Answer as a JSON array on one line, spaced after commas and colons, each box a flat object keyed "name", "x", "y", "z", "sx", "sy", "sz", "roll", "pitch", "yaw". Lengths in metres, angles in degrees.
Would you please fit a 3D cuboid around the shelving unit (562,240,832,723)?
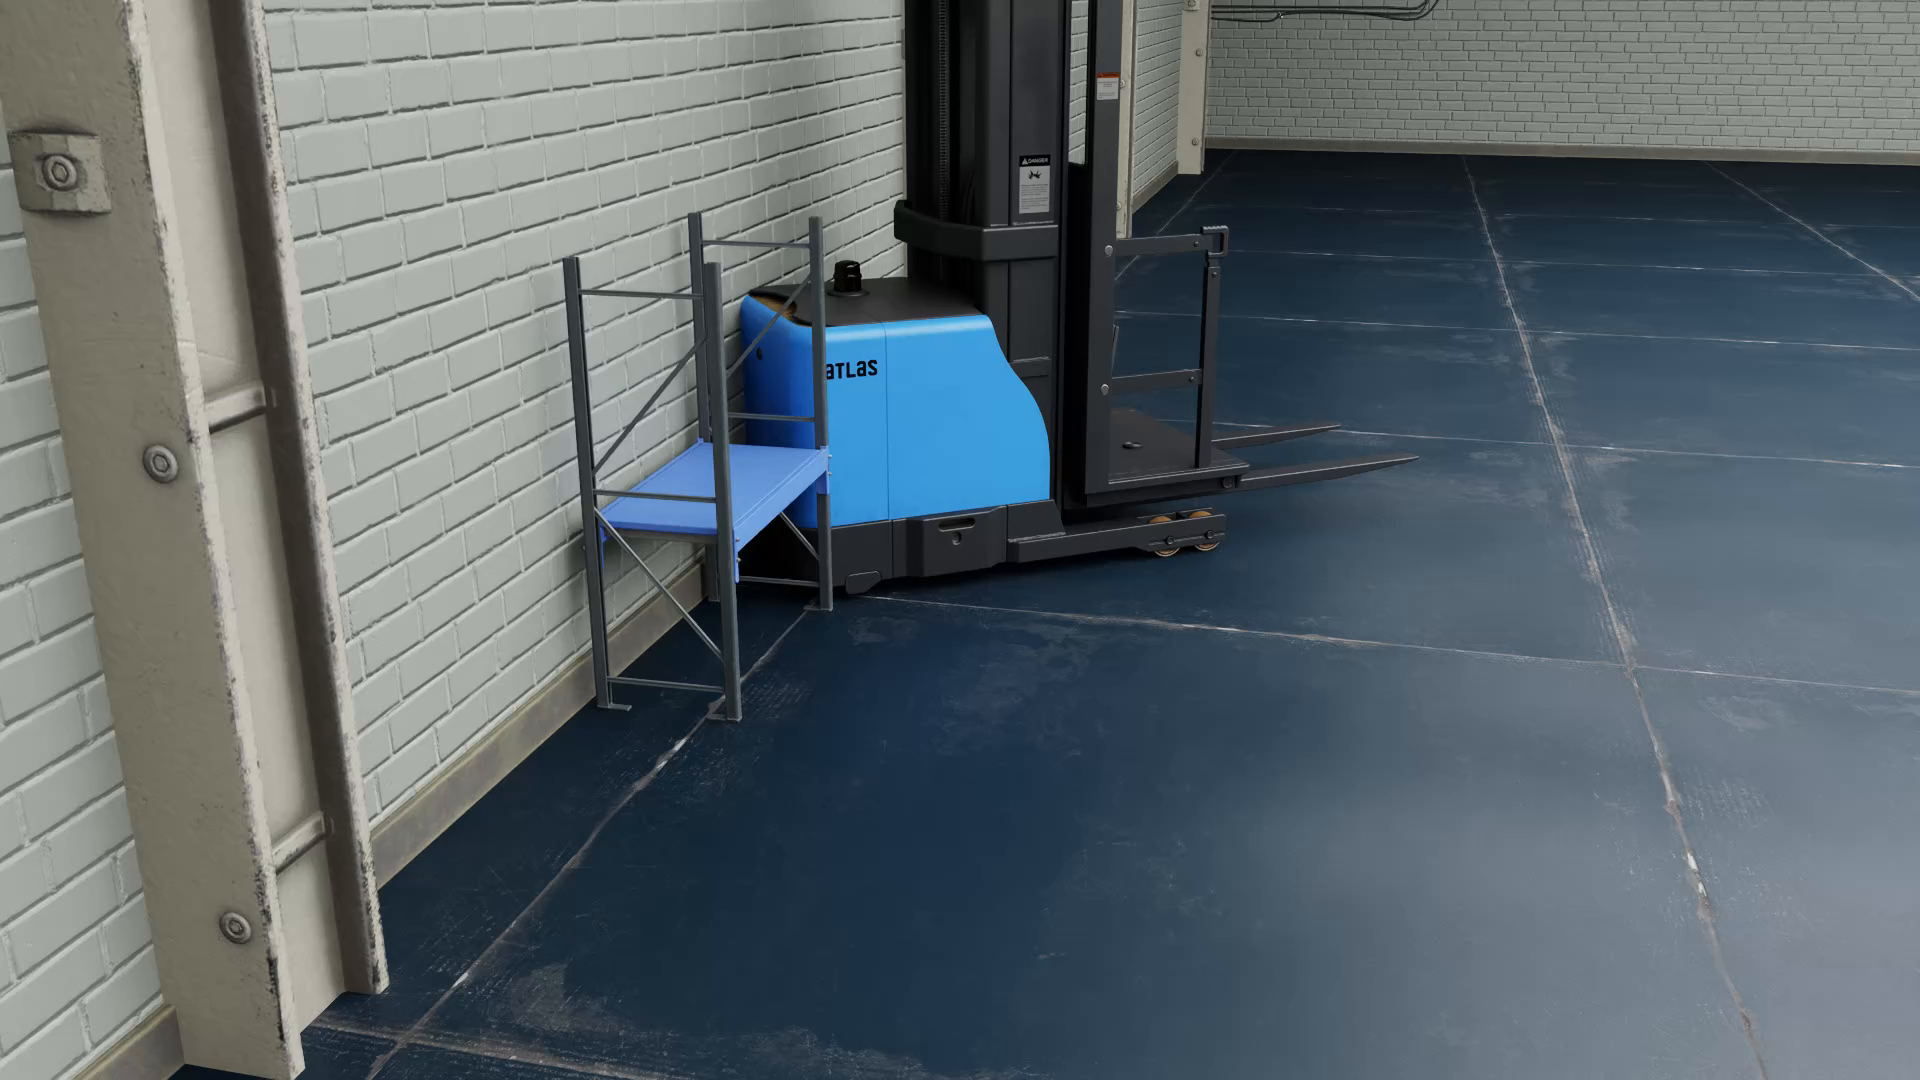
[{"name": "shelving unit", "x": -0.851, "y": -0.294, "z": 5.727, "sx": 0.538, "sy": 1.500, "sz": 1.039, "roll": 4, "pitch": 19, "yaw": 12}]

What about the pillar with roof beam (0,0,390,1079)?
[{"name": "pillar with roof beam", "x": 2.594, "y": -2.794, "z": 1.446, "sx": 9.100, "sy": 9.000, "sz": 0.400, "roll": 5, "pitch": 19, "yaw": 13}]

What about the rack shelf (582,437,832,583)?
[{"name": "rack shelf", "x": -0.850, "y": -0.125, "z": 5.790, "sx": 0.538, "sy": 0.185, "sz": 1.000, "roll": 4, "pitch": 19, "yaw": 12}]

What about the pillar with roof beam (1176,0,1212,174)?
[{"name": "pillar with roof beam", "x": 6.992, "y": -8.436, "z": 17.964, "sx": 9.100, "sy": 9.000, "sz": 0.400, "roll": 5, "pitch": 19, "yaw": 13}]

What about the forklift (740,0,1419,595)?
[{"name": "forklift", "x": 0.581, "y": -1.466, "z": 6.944, "sx": 3.031, "sy": 2.935, "sz": 1.130, "roll": -8, "pitch": 20, "yaw": -21}]

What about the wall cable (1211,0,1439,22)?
[{"name": "wall cable", "x": 4.819, "y": -8.125, "z": 21.859, "sx": 3.097, "sy": 2.526, "sz": 0.112, "roll": 5, "pitch": 19, "yaw": 13}]

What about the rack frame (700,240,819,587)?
[{"name": "rack frame", "x": -0.738, "y": -0.455, "z": 6.201, "sx": 0.475, "sy": 1.308, "sz": 0.013, "roll": 4, "pitch": 19, "yaw": 12}]

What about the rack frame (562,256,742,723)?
[{"name": "rack frame", "x": -0.964, "y": -0.135, "z": 5.263, "sx": 0.500, "sy": 1.500, "sz": 0.032, "roll": 4, "pitch": 19, "yaw": 12}]

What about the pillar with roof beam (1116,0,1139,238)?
[{"name": "pillar with roof beam", "x": 5.526, "y": -6.555, "z": 12.458, "sx": 9.100, "sy": 9.000, "sz": 0.400, "roll": 5, "pitch": 19, "yaw": 13}]

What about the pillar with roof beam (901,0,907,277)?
[{"name": "pillar with roof beam", "x": 4.060, "y": -4.675, "z": 6.952, "sx": 9.100, "sy": 9.000, "sz": 0.400, "roll": 5, "pitch": 19, "yaw": 13}]
